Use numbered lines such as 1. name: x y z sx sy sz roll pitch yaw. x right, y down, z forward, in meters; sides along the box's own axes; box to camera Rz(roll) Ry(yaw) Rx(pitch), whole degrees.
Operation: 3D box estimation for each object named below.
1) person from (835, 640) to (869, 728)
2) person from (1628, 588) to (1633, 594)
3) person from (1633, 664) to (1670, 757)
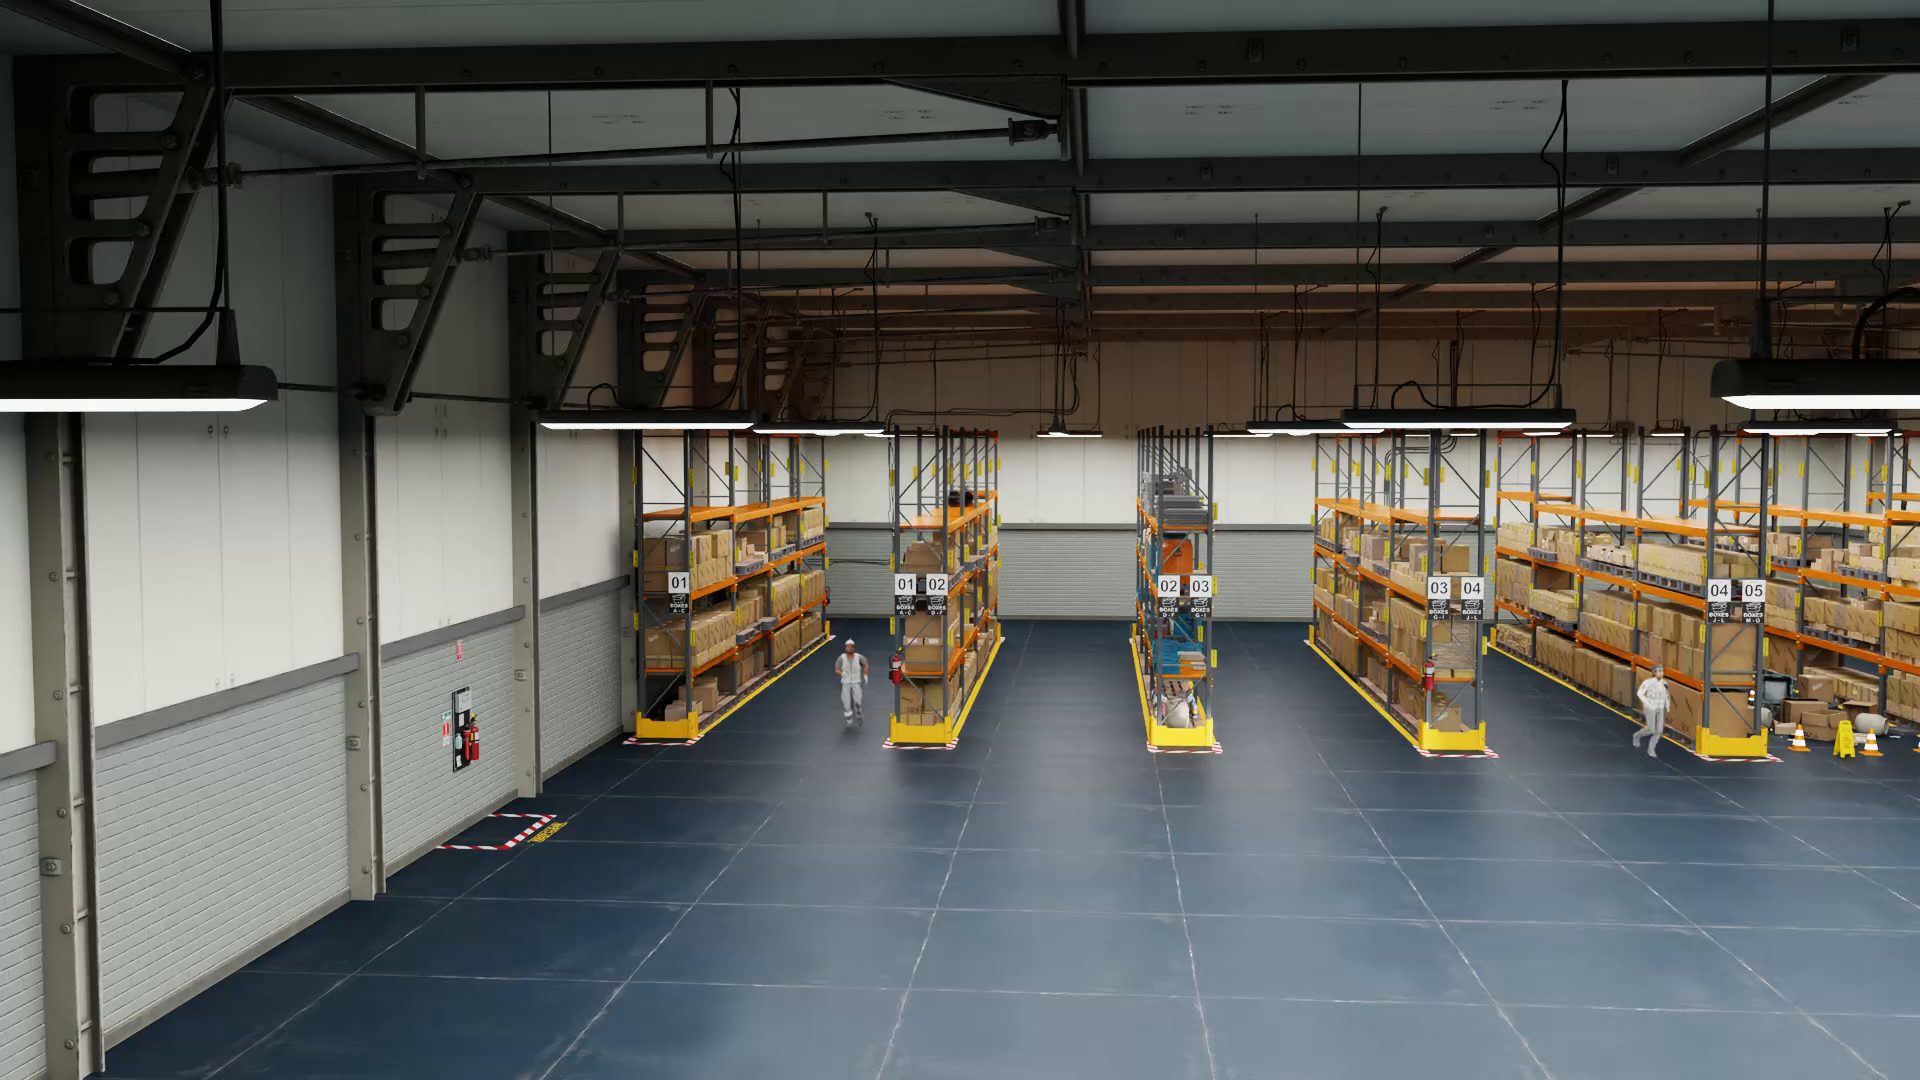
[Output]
1. person: -2.142 2.861 32.881 0.667 1.762 0.620 0 3 -3
2. person: 19.156 2.105 47.312 0.742 1.580 0.548 1 4 13
3. person: 12.666 3.090 30.344 0.641 1.686 0.613 -1 4 -12
